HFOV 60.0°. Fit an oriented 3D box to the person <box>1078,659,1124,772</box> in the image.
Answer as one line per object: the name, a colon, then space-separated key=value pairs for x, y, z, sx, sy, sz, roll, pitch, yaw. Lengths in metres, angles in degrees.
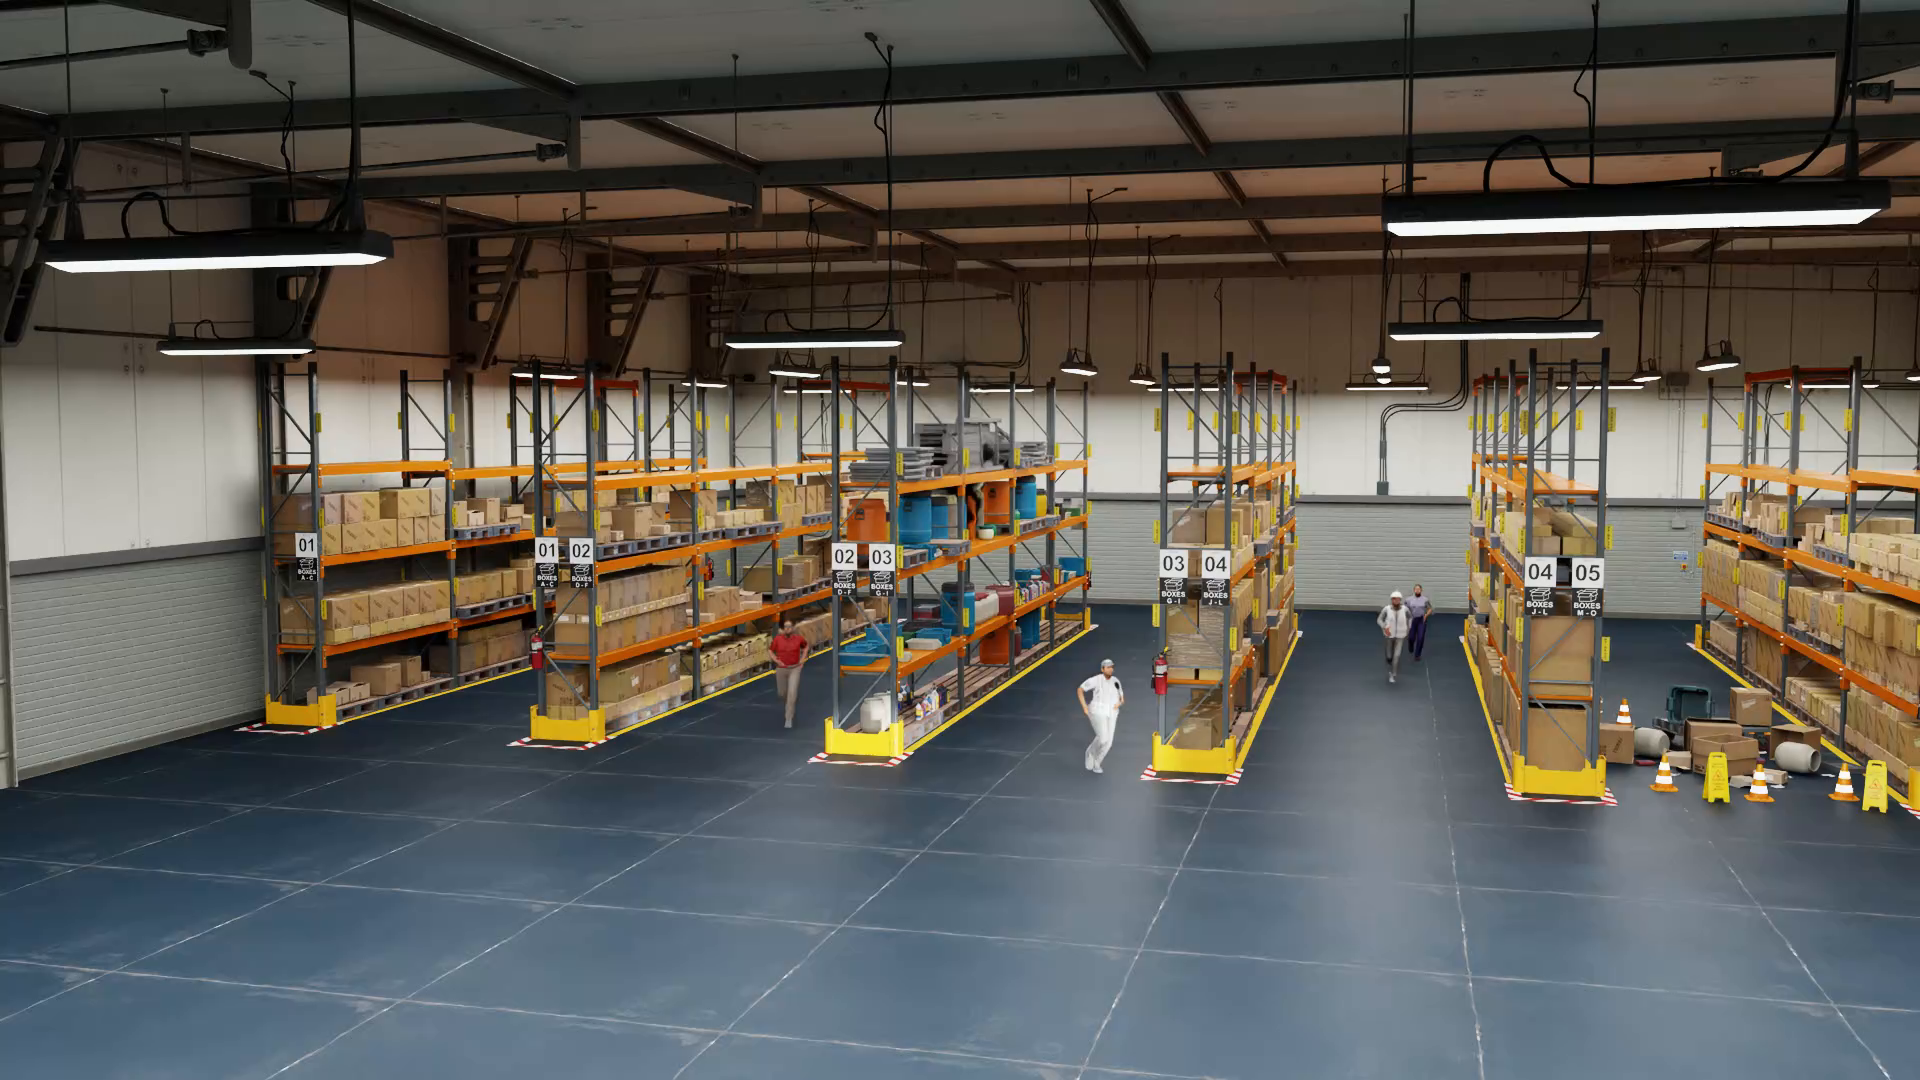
person: x=2.084 y=2.522 z=23.838 sx=0.638 sy=1.615 sz=0.555 roll=-2 pitch=5 yaw=-29

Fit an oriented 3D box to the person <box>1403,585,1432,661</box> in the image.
person: x=9.671 y=1.743 z=35.173 sx=0.616 sy=1.606 sz=0.550 roll=1 pitch=4 yaw=14

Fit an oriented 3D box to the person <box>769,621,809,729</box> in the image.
person: x=-2.879 y=2.210 z=27.783 sx=0.631 sy=1.739 sz=1.138 roll=0 pitch=4 yaw=6

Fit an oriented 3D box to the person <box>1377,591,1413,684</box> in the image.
person: x=8.456 y=1.865 z=32.320 sx=0.683 sy=1.765 sz=0.890 roll=1 pitch=4 yaw=12
